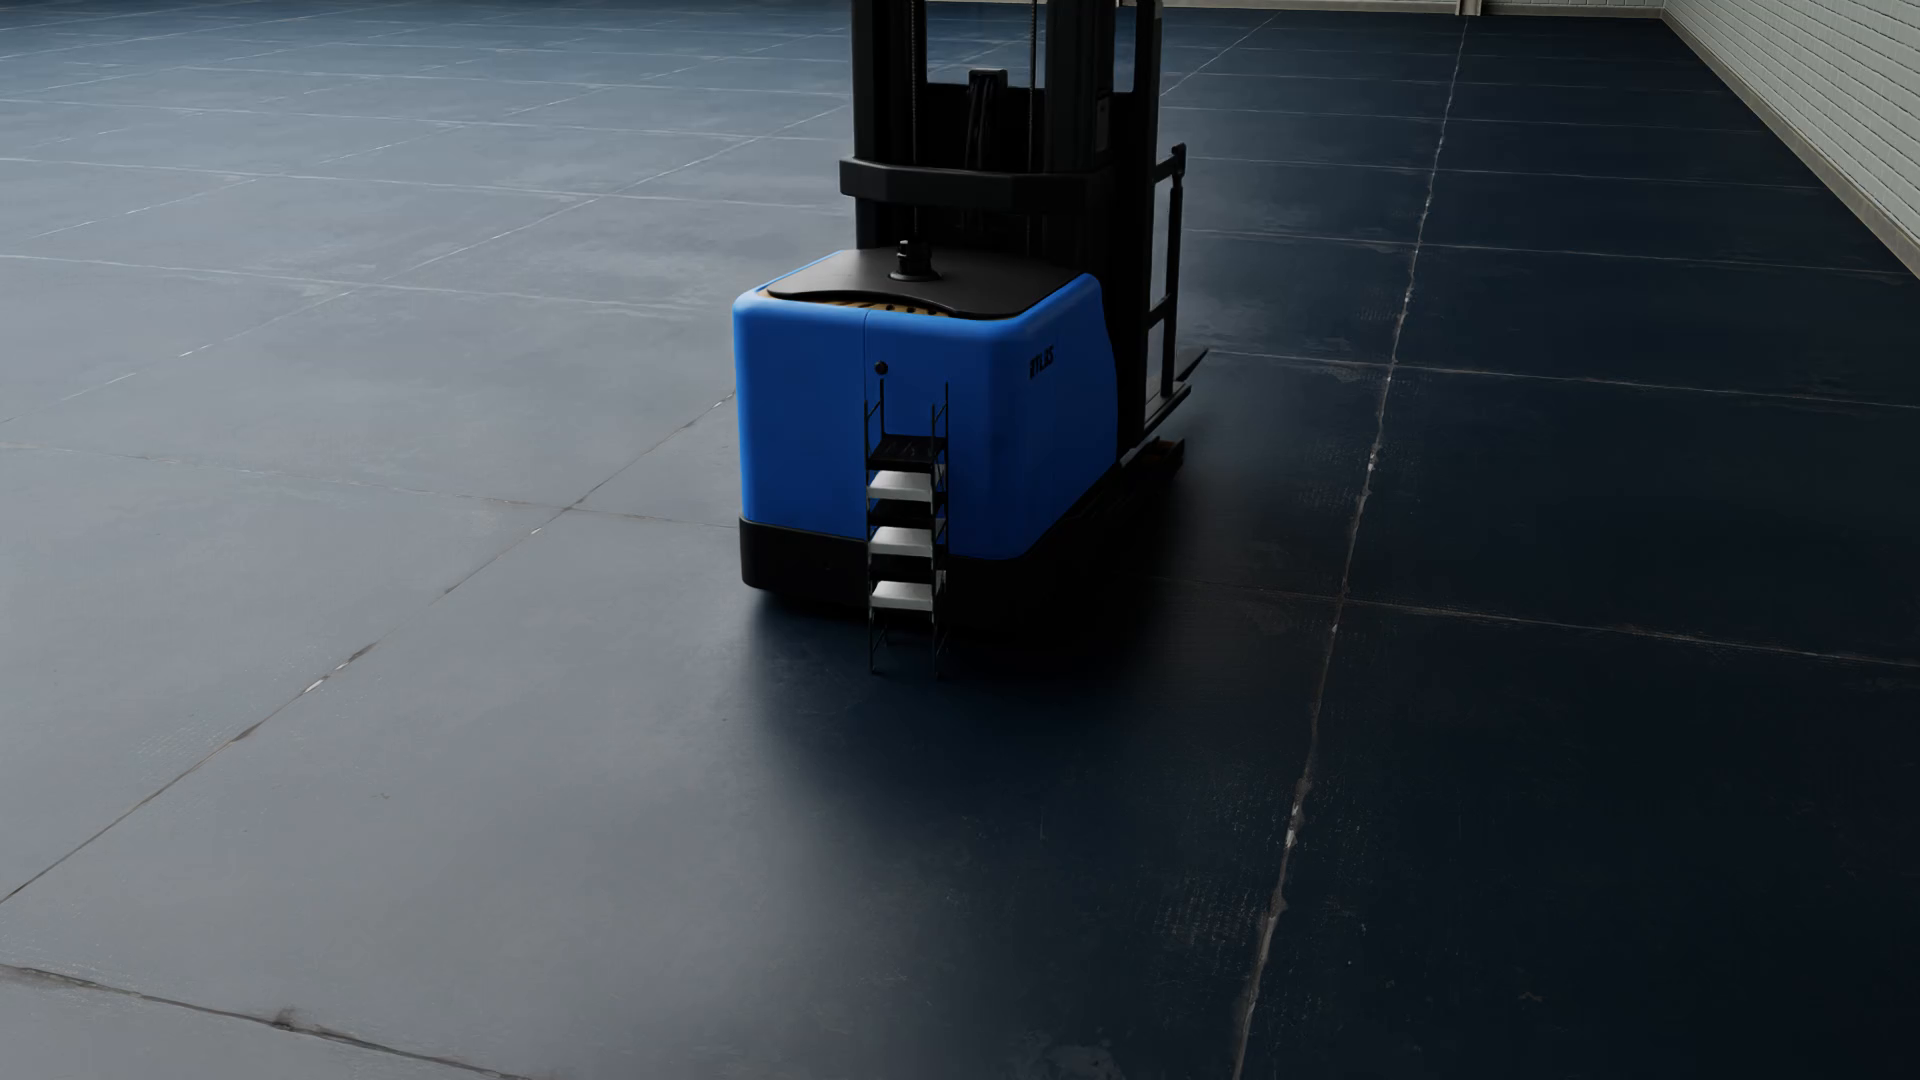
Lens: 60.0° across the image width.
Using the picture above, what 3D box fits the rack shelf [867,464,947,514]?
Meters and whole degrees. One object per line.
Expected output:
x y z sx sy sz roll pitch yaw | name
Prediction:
-0.160 -0.165 5.100 0.200 0.077 0.258 4 23 9 | rack shelf

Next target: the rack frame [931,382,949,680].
-0.060 -0.023 5.139 0.006 0.900 0.240 4 23 9 | rack frame

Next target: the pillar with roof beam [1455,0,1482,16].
7.102 -11.229 21.788 0.400 9.000 9.100 7 23 16 | pillar with roof beam

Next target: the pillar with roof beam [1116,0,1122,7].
1.358 -11.887 23.392 0.400 9.000 9.100 7 23 16 | pillar with roof beam

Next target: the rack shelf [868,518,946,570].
-0.160 0.001 5.169 0.200 0.077 0.258 4 23 9 | rack shelf

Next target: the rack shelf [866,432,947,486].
-0.160 -0.248 5.066 0.200 0.077 0.258 4 23 9 | rack shelf

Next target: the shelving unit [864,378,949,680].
-0.160 -0.029 5.156 0.210 0.900 0.258 4 23 9 | shelving unit

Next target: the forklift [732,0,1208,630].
0.282 -1.591 6.286 1.130 2.935 3.031 9 24 21 | forklift

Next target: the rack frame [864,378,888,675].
-0.260 -0.036 5.173 0.006 0.900 0.240 4 23 9 | rack frame

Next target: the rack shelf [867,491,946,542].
-0.160 -0.082 5.134 0.200 0.077 0.258 4 23 9 | rack shelf

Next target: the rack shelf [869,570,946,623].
-0.160 0.168 5.237 0.200 0.077 0.258 4 23 9 | rack shelf

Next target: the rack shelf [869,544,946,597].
-0.160 0.085 5.203 0.200 0.077 0.258 4 23 9 | rack shelf
